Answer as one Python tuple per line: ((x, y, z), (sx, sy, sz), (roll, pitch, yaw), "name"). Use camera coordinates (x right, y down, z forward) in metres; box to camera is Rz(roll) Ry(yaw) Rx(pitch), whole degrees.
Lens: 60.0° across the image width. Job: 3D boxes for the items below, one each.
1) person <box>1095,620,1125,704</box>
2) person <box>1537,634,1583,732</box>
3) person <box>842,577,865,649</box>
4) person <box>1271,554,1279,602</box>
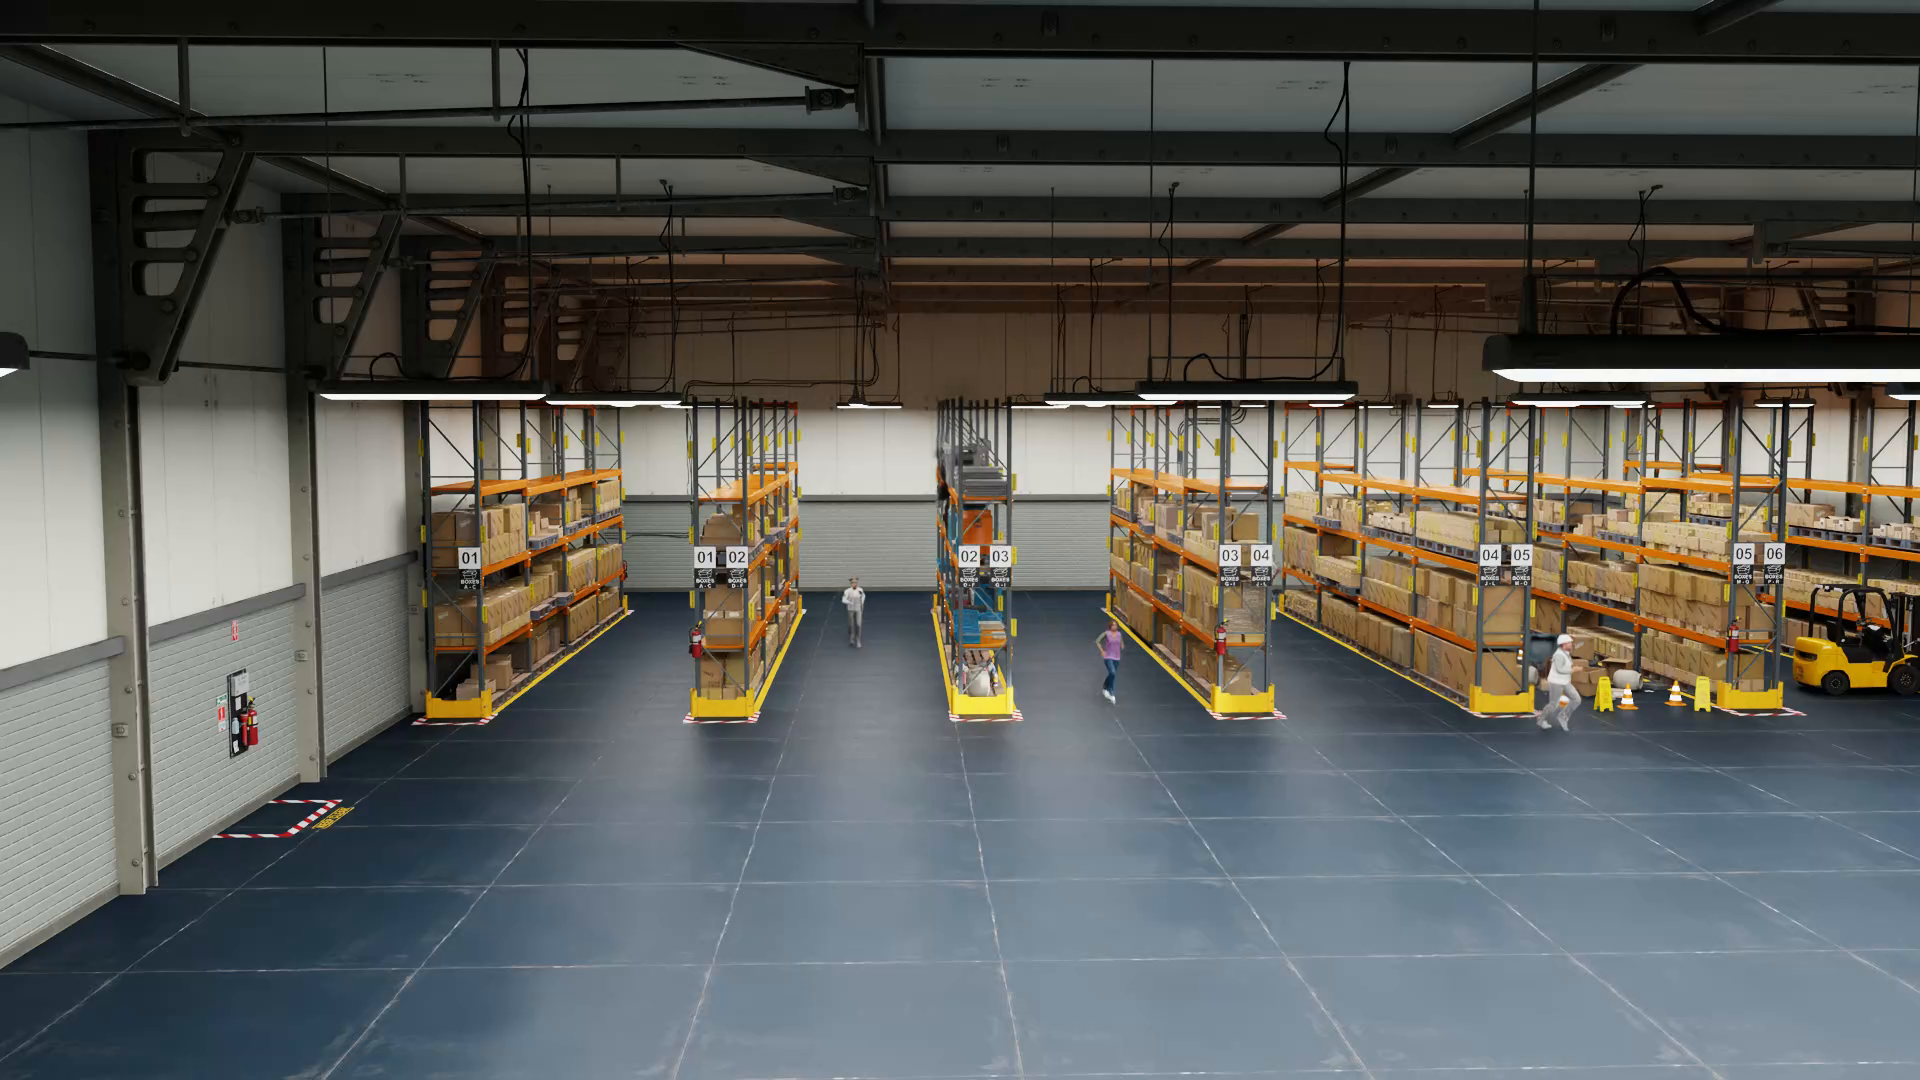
((2.997, 2.394, 32.875), (0.520, 1.629, 0.733), (-2, 5, -25), "person")
((10.708, 2.549, 29.654), (0.806, 1.761, 0.682), (3, 6, 37), "person")
((-2.586, 1.747, 40.533), (0.562, 1.715, 0.857), (-1, 4, -7), "person")
((8.912, 1.137, 48.513), (0.875, 1.647, 0.612), (-1, 5, -17), "person")
